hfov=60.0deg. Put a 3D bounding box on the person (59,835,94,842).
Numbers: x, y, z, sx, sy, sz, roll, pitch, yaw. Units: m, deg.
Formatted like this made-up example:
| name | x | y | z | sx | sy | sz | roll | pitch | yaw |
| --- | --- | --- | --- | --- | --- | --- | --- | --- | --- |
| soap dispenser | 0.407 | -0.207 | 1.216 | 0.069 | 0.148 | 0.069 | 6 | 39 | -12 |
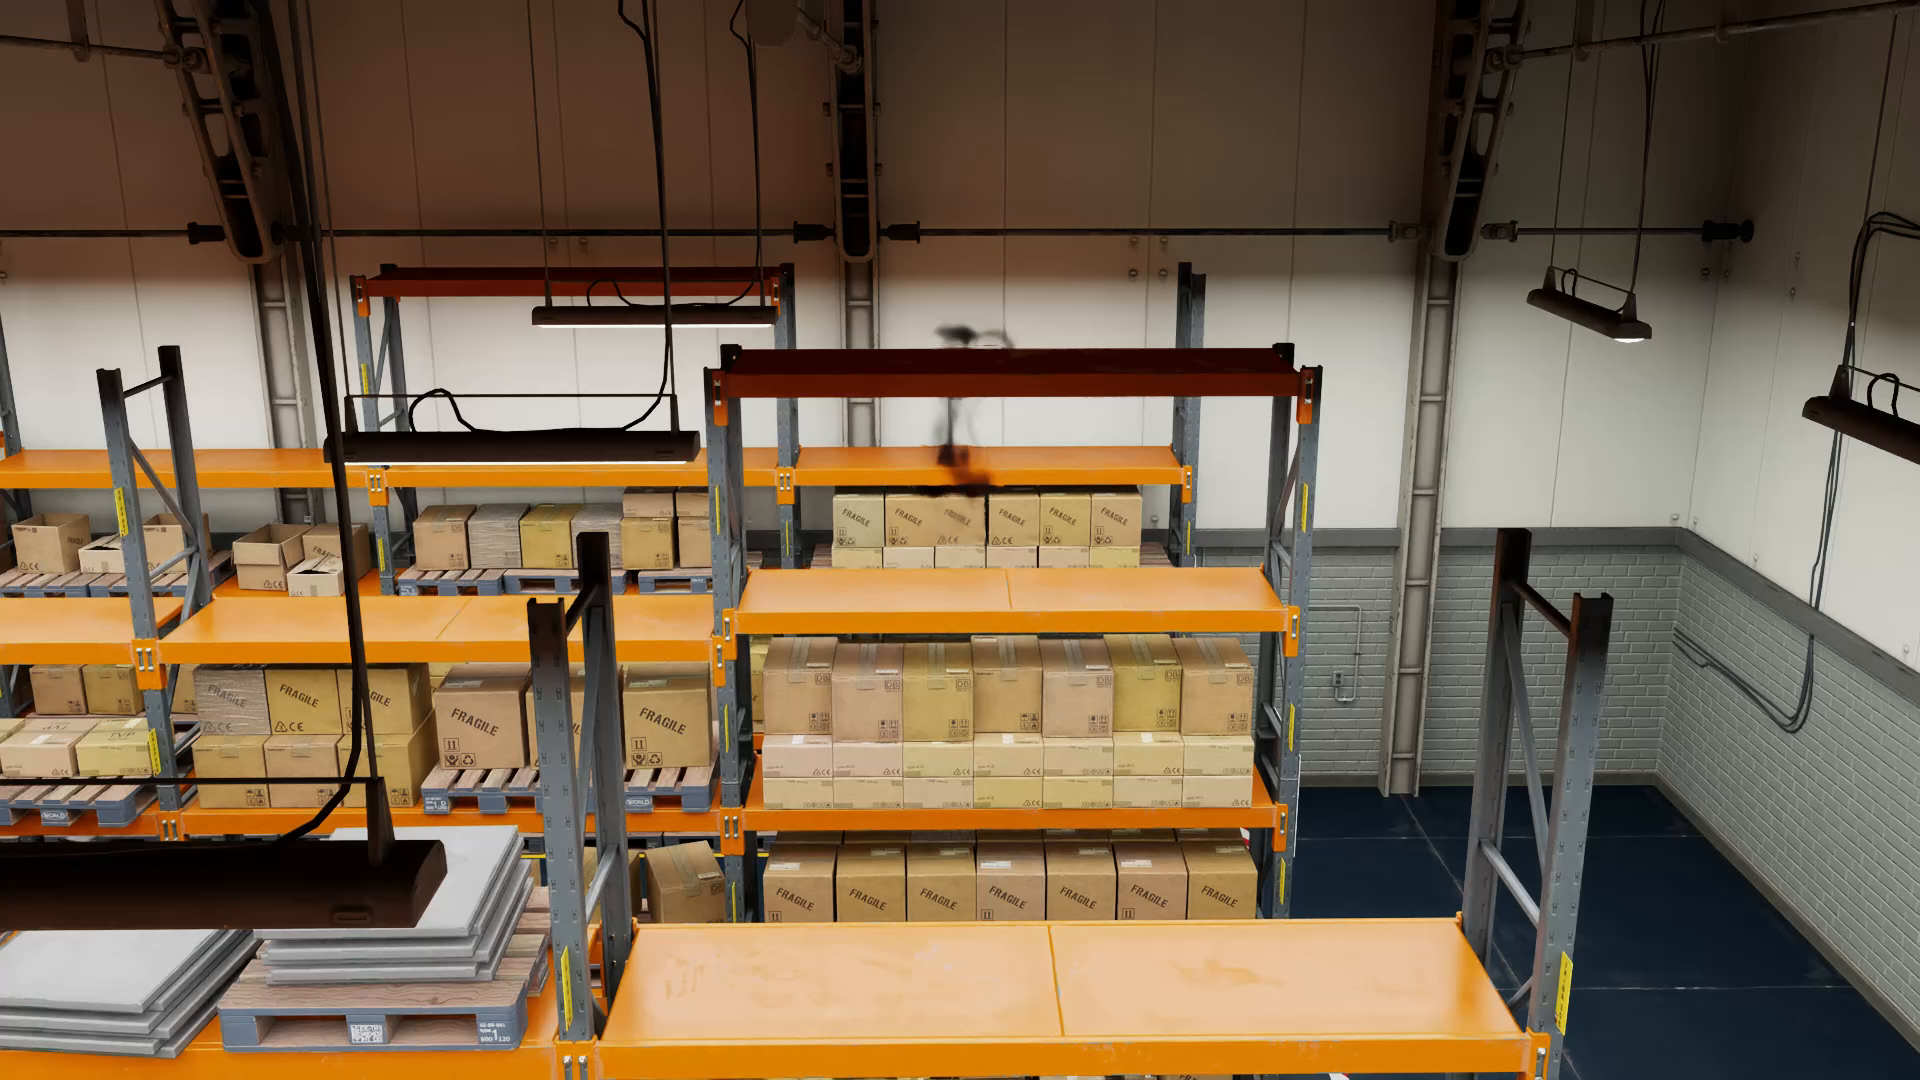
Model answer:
| name | x | y | z | sx | sy | sz | roll | pitch | yaw |
| --- | --- | --- | --- | --- | --- | --- | --- | --- | --- |
| person | -7.467 | 3.221 | 14.545 | 0.819 | 1.608 | 0.523 | -1 | 16 | -5 |
